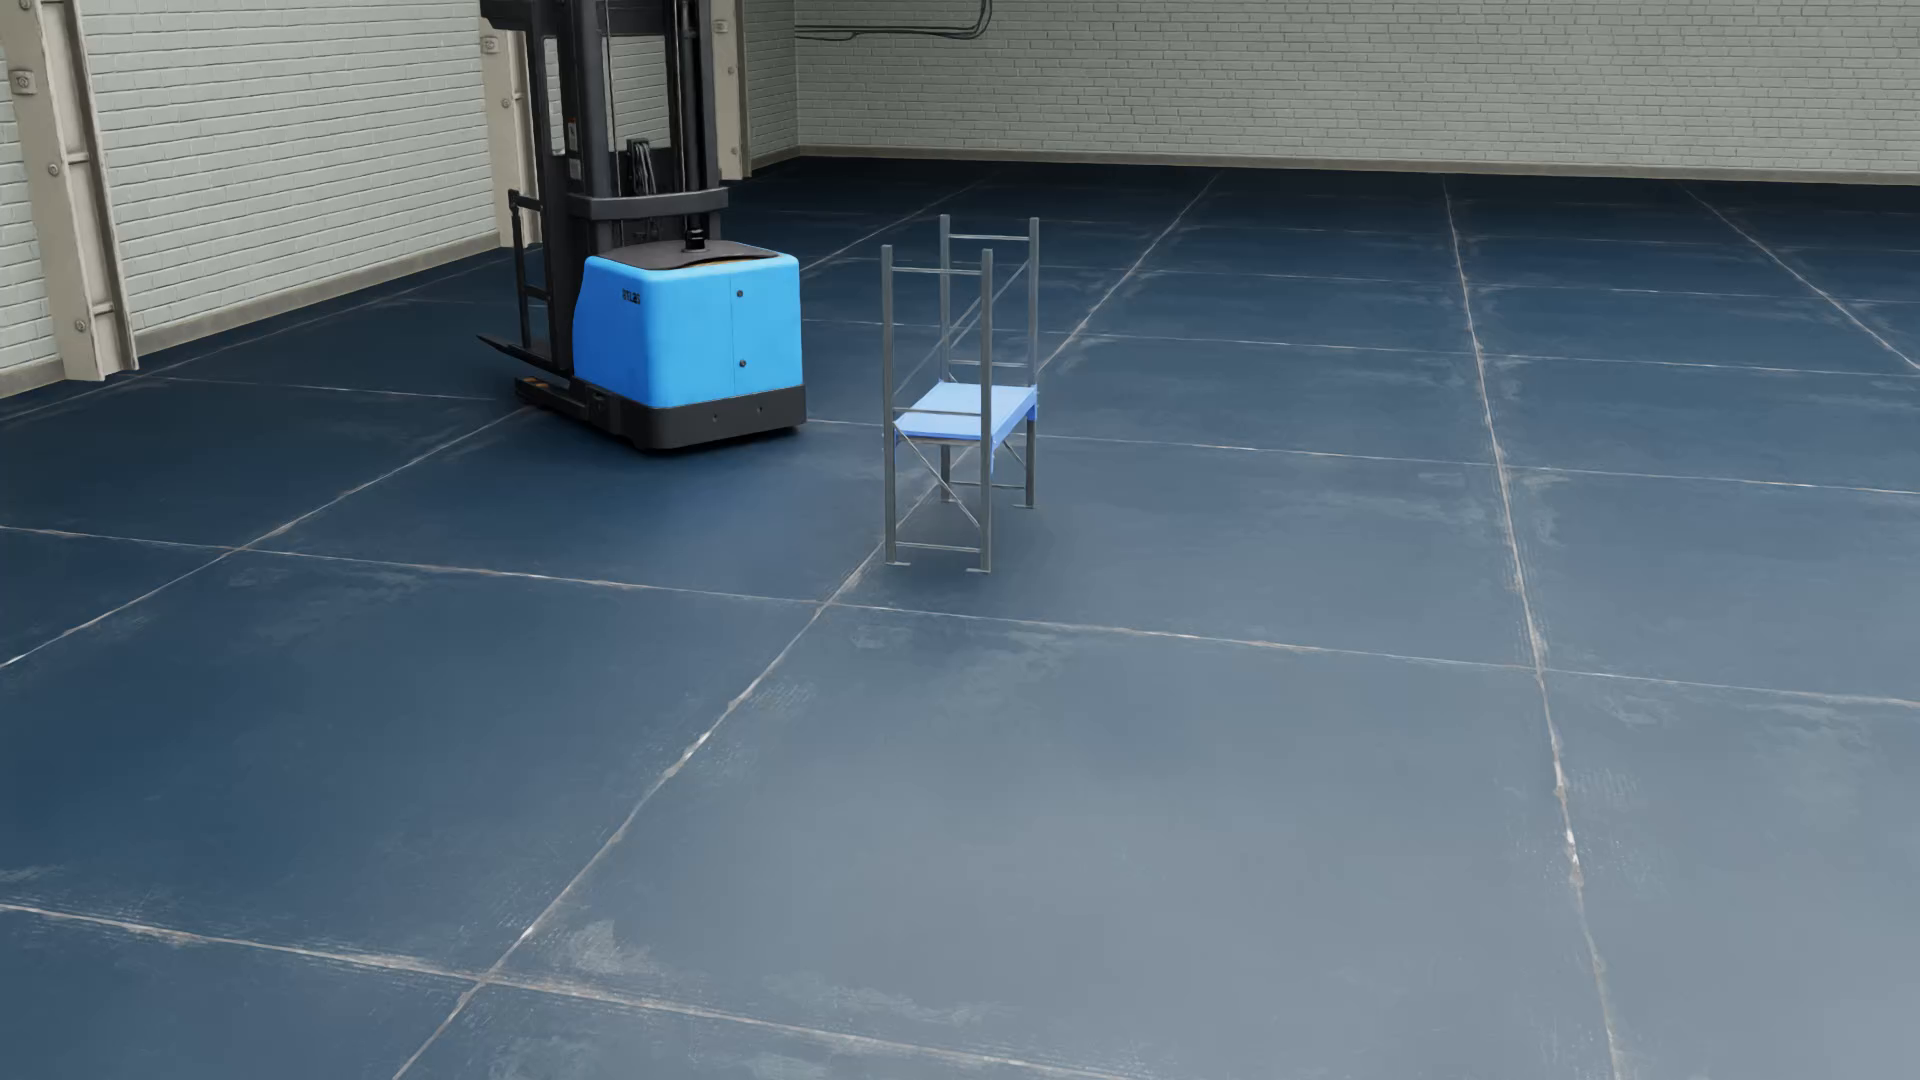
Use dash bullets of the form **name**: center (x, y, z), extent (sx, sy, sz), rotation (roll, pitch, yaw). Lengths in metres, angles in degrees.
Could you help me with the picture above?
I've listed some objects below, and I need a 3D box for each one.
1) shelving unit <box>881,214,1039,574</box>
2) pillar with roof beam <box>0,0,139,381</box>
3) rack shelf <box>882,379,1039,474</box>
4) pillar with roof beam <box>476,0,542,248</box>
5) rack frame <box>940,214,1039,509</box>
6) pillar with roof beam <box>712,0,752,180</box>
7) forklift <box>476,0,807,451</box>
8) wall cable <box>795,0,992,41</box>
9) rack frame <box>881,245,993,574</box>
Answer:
- **shelving unit**: center (0.021, -0.736, 8.023), extent (0.538, 1.500, 1.048), rotation (5, 19, 13)
- **pillar with roof beam**: center (-1.804, -5.077, 9.129), extent (9.100, 9.000, 0.400), rotation (5, 19, 13)
- **rack shelf**: center (0.021, -0.566, 8.082), extent (0.538, 0.185, 1.000), rotation (5, 19, 13)
- **pillar with roof beam**: center (-0.338, -6.957, 14.635), extent (9.100, 9.000, 0.400), rotation (5, 19, 13)
- **rack frame**: center (0.145, -0.896, 8.490), extent (0.500, 1.500, 0.032), rotation (5, 19, 13)
- **pillar with roof beam**: center (1.128, -8.838, 20.141), extent (9.100, 9.000, 0.400), rotation (5, 19, 13)
- **forklift**: center (-2.231, -2.313, 10.425), extent (1.130, 2.935, 3.031), rotation (-14, 23, -36)
- **wall cable**: center (-1.044, -8.527, 24.035), extent (3.097, 2.526, 0.112), rotation (5, 19, 13)
- **rack frame**: center (-0.103, -0.577, 7.557), extent (0.500, 1.500, 0.032), rotation (5, 19, 13)
